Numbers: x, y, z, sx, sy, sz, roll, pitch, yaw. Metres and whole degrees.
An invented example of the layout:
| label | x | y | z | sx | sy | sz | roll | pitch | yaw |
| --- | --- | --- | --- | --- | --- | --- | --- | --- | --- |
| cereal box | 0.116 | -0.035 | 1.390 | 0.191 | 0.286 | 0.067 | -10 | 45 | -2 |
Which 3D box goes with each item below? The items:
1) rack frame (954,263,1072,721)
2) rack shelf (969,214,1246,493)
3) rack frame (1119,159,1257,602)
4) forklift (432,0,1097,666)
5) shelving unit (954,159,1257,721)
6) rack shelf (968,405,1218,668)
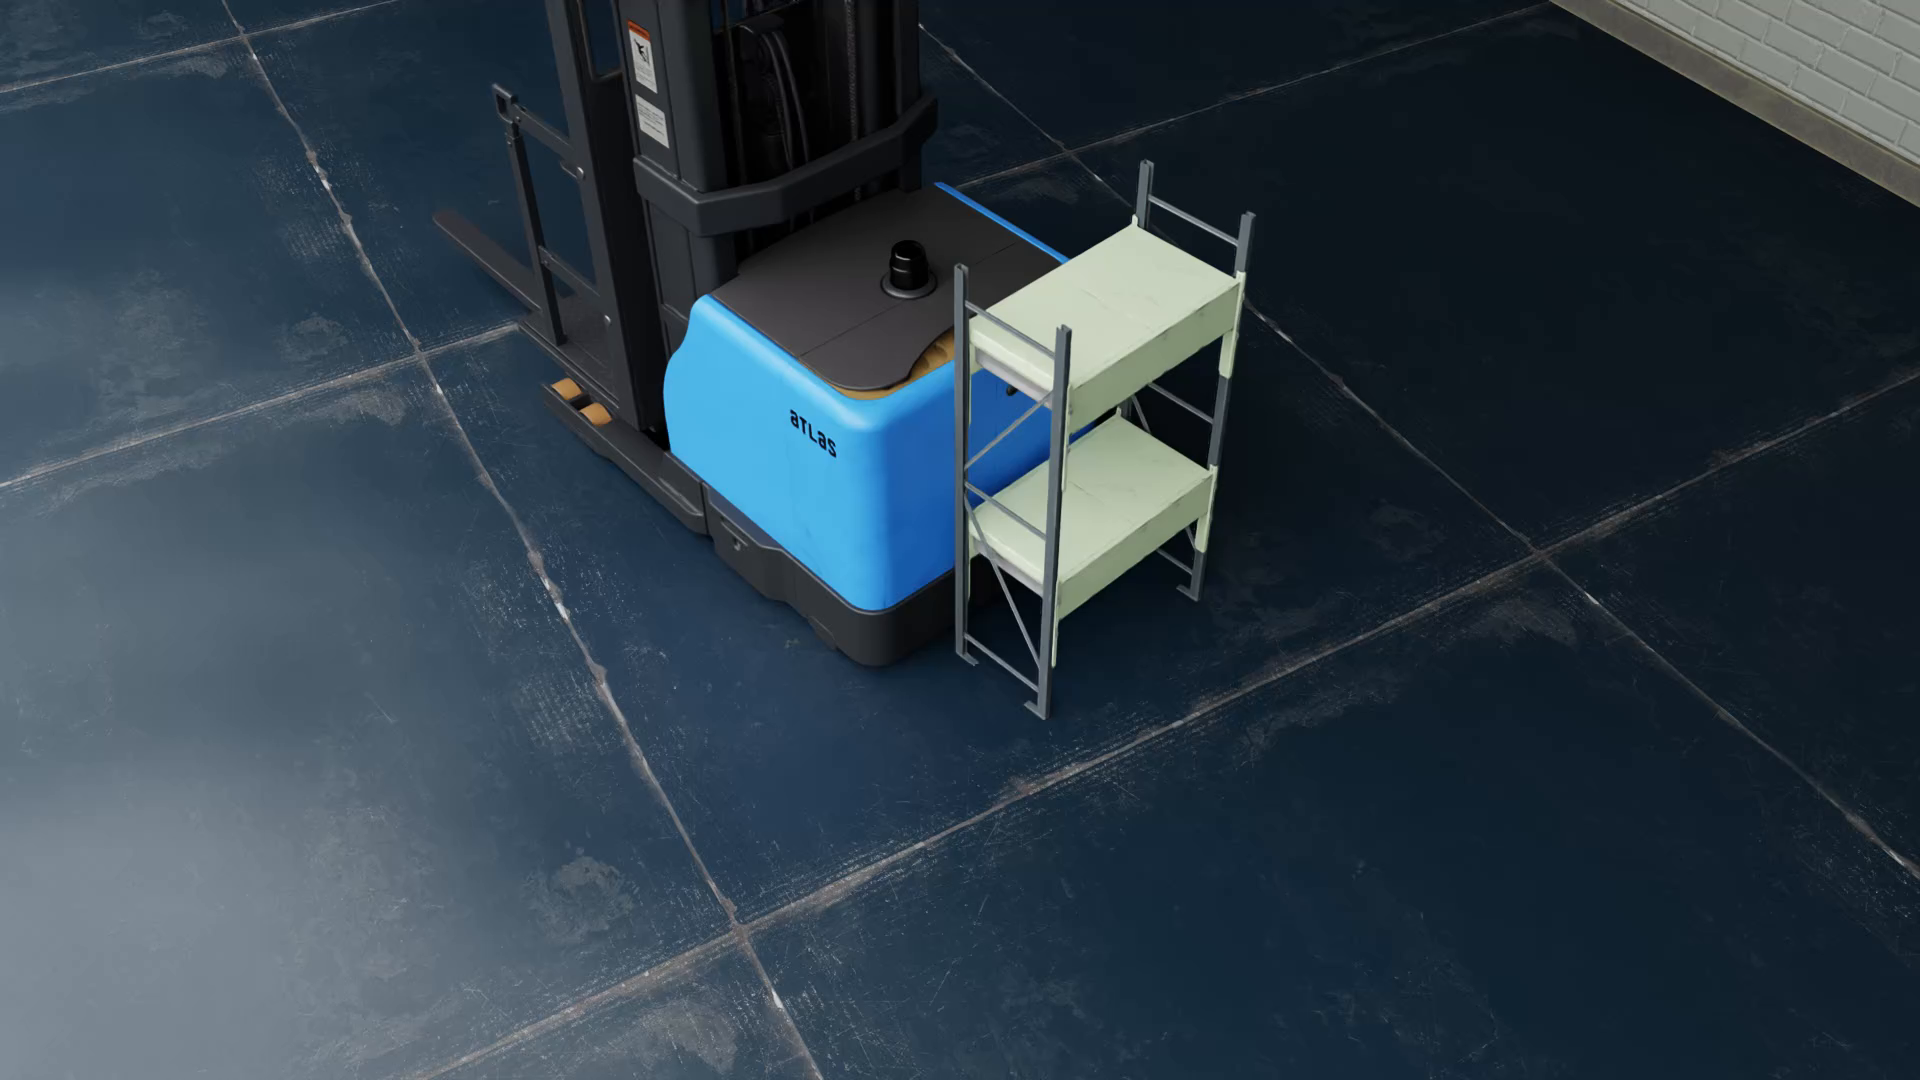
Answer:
| label | x | y | z | sx | sy | sz | roll | pitch | yaw |
| --- | --- | --- | --- | --- | --- | --- | --- | --- | --- |
| rack frame | 0.132 | -0.080 | 4.756 | 0.023 | 1.500 | 0.400 | -34 | 54 | -30 |
| rack shelf | 0.394 | -0.538 | 4.667 | 0.720 | 0.370 | 0.431 | -34 | 54 | -30 |
| rack frame | 0.656 | -0.436 | 5.122 | 0.023 | 1.500 | 0.400 | -34 | 54 | -30 |
| forklift | -0.900 | -1.598 | 5.292 | 1.130 | 2.935 | 3.031 | -32 | 53 | -29 |
| shelving unit | 0.394 | -0.258 | 4.939 | 0.755 | 1.500 | 0.431 | -34 | 54 | -30 |
| rack shelf | 0.394 | -0.024 | 5.166 | 0.720 | 0.370 | 0.431 | -34 | 54 | -30 |
